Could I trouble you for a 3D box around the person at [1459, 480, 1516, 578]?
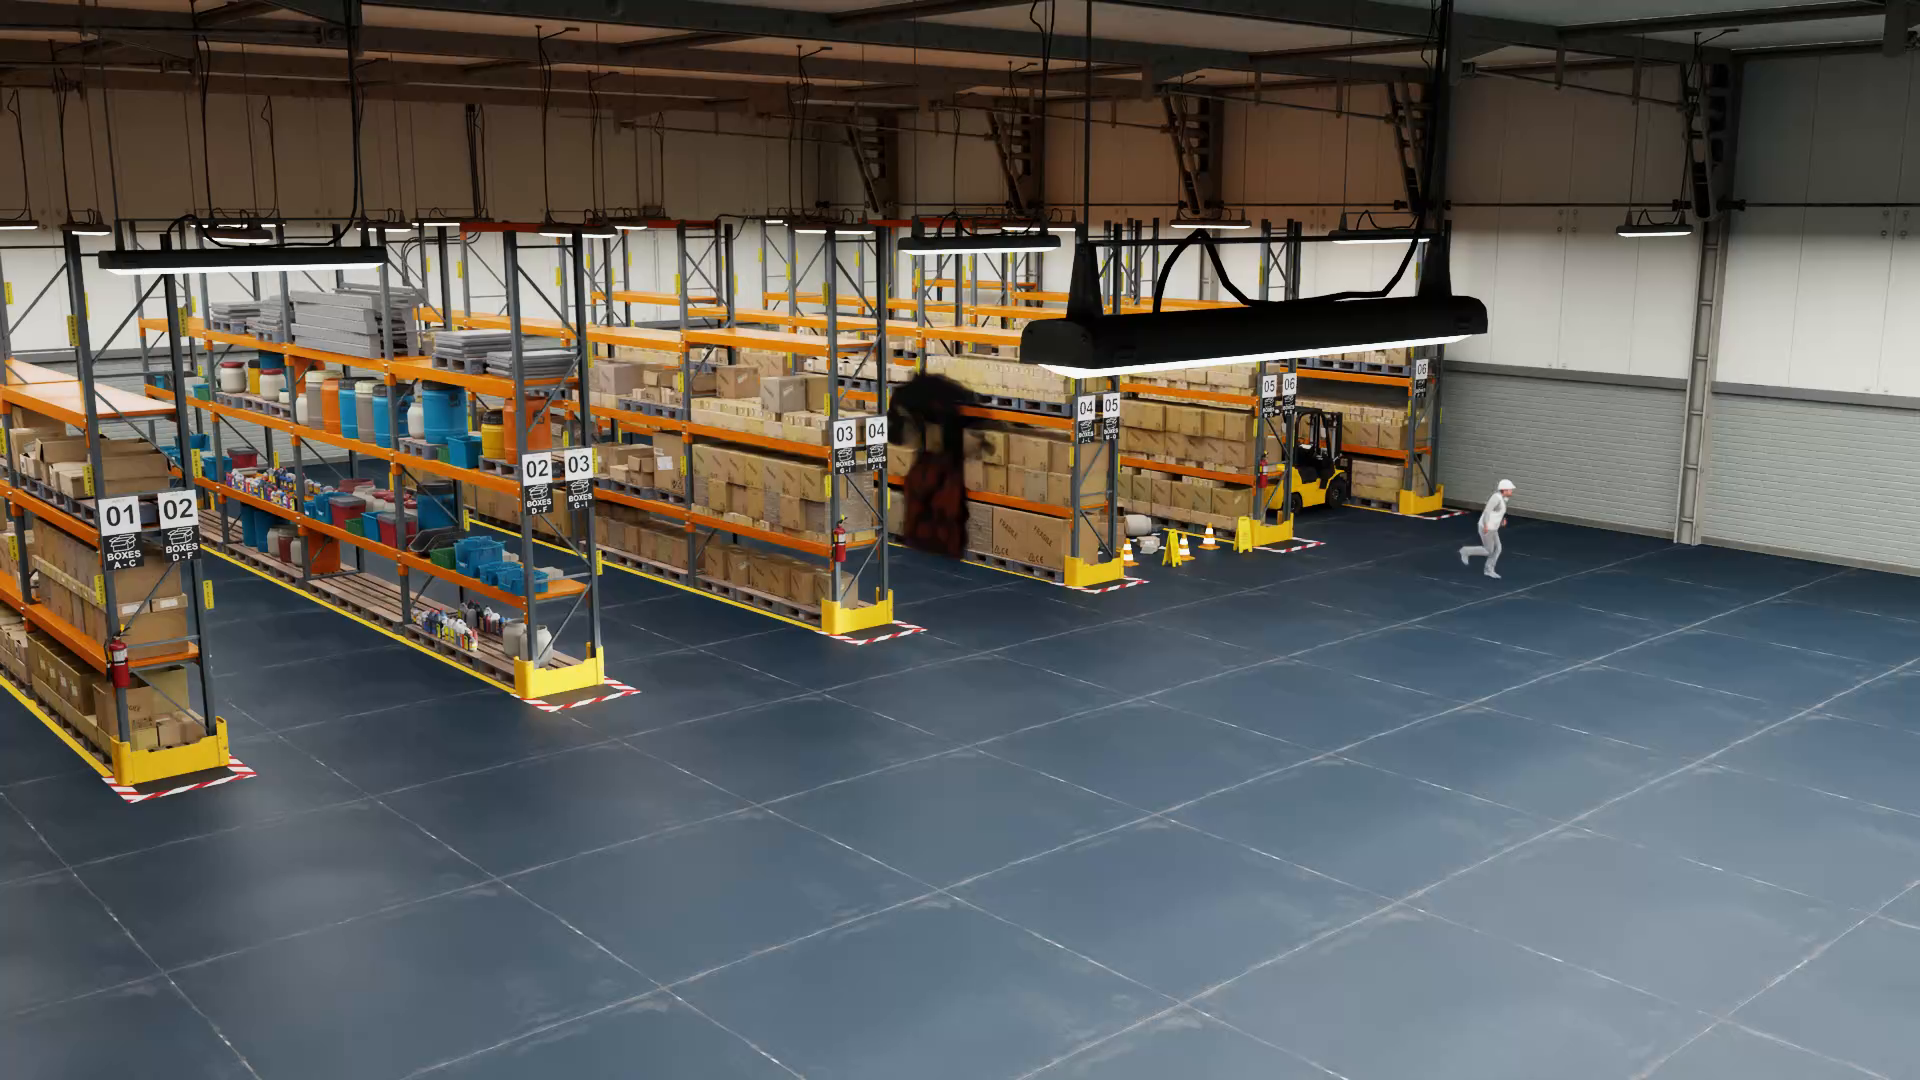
[{"bbox_3d":[9.095,-0.208,28.705,0.872,1.718,0.657,4,12,20],"label":"person"}]
